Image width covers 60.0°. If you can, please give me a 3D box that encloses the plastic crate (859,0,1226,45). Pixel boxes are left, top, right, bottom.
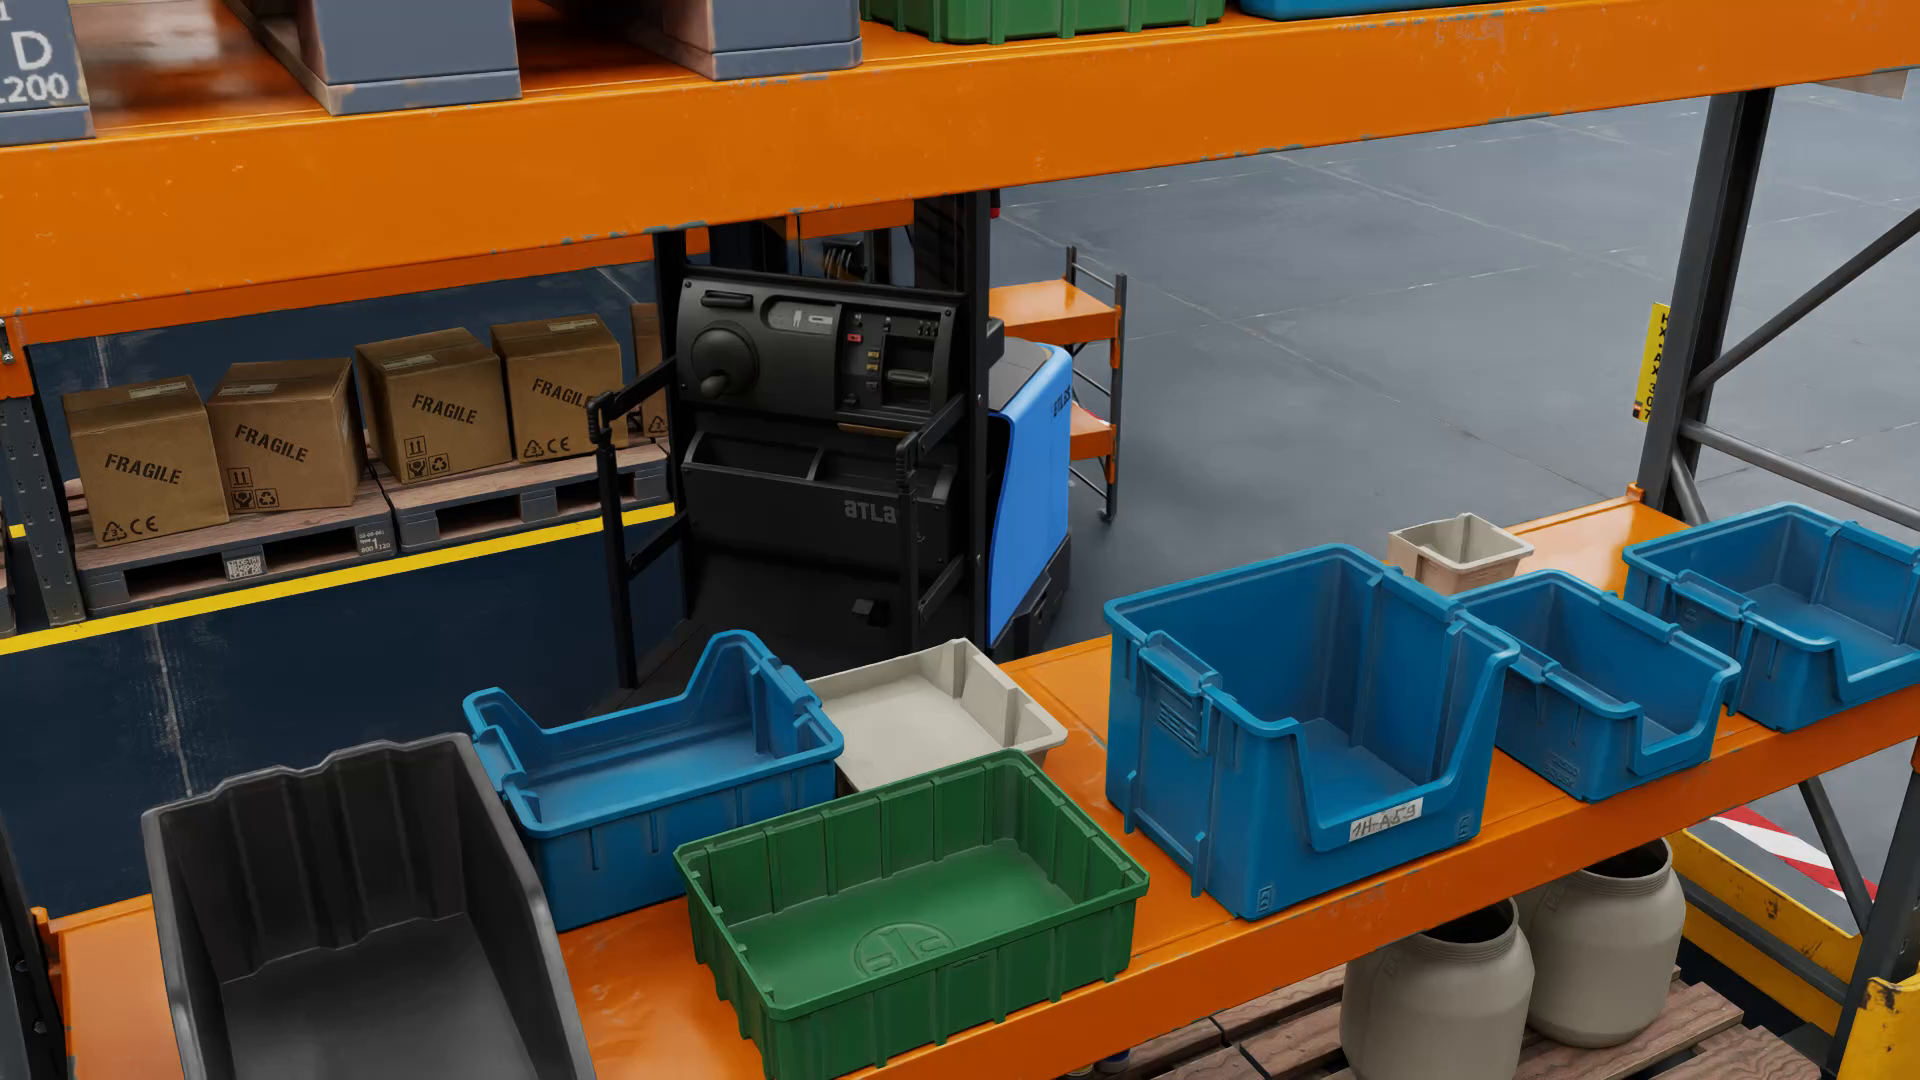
[{"bbox_3d":[0.107,-0.788,2.205,0.450,0.188,0.336,-13,29,-25],"label":"plastic crate"}]

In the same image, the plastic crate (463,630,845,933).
[{"bbox_3d":[-0.565,0.424,3.074,0.616,0.251,0.499,-13,29,-25],"label":"plastic crate"}]

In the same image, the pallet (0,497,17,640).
[{"bbox_3d":[-4.430,0.210,6.568,1.213,0.211,1.003,-13,29,-25],"label":"pallet"}]

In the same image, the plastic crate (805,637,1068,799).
[{"bbox_3d":[-0.100,0.377,3.303,0.437,0.136,0.530,-13,29,-25],"label":"plastic crate"}]

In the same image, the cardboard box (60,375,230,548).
[{"bbox_3d":[-3.372,-0.334,6.884,0.500,0.500,0.500,-14,29,-27],"label":"cardboard box"}]

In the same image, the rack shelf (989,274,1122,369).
[{"bbox_3d":[0.121,-0.875,7.097,1.000,0.278,0.538,-11,28,-21],"label":"rack shelf"}]

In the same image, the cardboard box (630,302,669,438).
[{"bbox_3d":[-1.285,-0.827,7.910,0.500,0.500,0.500,-6,26,-12],"label":"cardboard box"}]

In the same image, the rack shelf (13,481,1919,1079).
[{"bbox_3d":[0.351,0.603,3.360,4.000,0.370,1.077,-13,29,-25],"label":"rack shelf"}]

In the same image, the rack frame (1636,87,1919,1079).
[{"bbox_3d":[2.116,-0.129,4.053,0.127,3.000,1.000,-13,29,-25],"label":"rack frame"}]

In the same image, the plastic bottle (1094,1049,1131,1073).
[{"bbox_3d":[0.370,1.153,4.027,0.097,0.271,0.097,0,26,0],"label":"plastic bottle"}]

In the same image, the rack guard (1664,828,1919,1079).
[{"bbox_3d":[2.071,1.031,4.524,0.348,0.500,1.175,-13,29,-25],"label":"rack guard"}]

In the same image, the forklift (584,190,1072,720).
[{"bbox_3d":[-0.529,-0.561,5.031,1.130,2.935,3.031,9,27,17],"label":"forklift"}]

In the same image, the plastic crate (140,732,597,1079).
[{"bbox_3d":[-0.892,0.656,2.490,0.504,0.338,0.767,-13,29,-25],"label":"plastic crate"}]

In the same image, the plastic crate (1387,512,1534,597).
[{"bbox_3d":[1.175,0.049,3.986,0.250,0.136,0.298,-13,29,-25],"label":"plastic crate"}]

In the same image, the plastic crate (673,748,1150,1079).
[{"bbox_3d":[-0.083,0.613,2.753,0.662,0.188,0.450,-13,29,-25],"label":"plastic crate"}]

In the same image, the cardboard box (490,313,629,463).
[{"bbox_3d":[-1.846,-0.707,7.660,0.500,0.500,0.500,-10,27,-20],"label":"cardboard box"}]

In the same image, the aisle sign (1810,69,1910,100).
[{"bbox_3d":[2.042,-1.427,3.754,0.004,0.787,0.394,-13,29,-25],"label":"aisle sign"}]

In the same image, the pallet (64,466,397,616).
[{"bbox_3d":[-3.168,-0.099,7.212,1.213,0.211,1.003,-13,29,-25],"label":"pallet"}]

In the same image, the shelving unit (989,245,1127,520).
[{"bbox_3d":[0.121,-0.611,7.223,1.048,1.125,0.538,-11,28,-21],"label":"shelving unit"}]

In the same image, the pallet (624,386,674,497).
[{"bbox_3d":[-1.015,-0.596,8.247,1.213,0.211,1.003,-13,29,-25],"label":"pallet"}]

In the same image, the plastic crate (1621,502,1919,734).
[{"bbox_3d":[1.815,0.154,3.635,0.616,0.251,0.499,-13,29,-25],"label":"plastic crate"}]

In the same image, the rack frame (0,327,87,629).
[{"bbox_3d":[-3.744,-1.206,6.296,0.127,3.000,1.000,-13,29,-25],"label":"rack frame"}]

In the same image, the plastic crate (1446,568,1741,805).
[{"bbox_3d":[1.240,0.284,3.364,0.408,0.251,0.499,-13,29,-25],"label":"plastic crate"}]

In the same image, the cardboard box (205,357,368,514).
[{"bbox_3d":[-2.870,-0.454,7.133,0.500,0.500,0.500,-4,26,-9],"label":"cardboard box"}]

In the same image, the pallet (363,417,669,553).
[{"bbox_3d":[-2.090,-0.349,7.733,1.213,0.211,1.003,-13,29,-25],"label":"pallet"}]

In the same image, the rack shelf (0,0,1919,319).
[{"bbox_3d":[0.351,-0.749,2.711,4.000,0.370,1.077,-13,29,-25],"label":"rack shelf"}]

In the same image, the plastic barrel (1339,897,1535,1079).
[{"bbox_3d":[1.129,1.069,3.948,0.421,0.512,0.421,0,26,0],"label":"plastic barrel"}]

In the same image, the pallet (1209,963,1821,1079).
[{"bbox_3d":[1.352,1.325,4.246,1.213,0.211,1.003,-13,29,-25],"label":"pallet"}]

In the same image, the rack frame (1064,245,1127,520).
[{"bbox_3d":[0.586,-0.700,7.408,0.032,1.125,0.500,-11,28,-21],"label":"rack frame"}]

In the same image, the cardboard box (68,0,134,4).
[{"bbox_3d":[-3.227,-1.830,5.982,0.500,0.500,0.500,-13,29,-25],"label":"cardboard box"}]

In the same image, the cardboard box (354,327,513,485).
[{"bbox_3d":[-2.360,-0.610,7.459,0.500,0.500,0.500,-16,30,-30],"label":"cardboard box"}]

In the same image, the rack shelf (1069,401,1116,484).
[{"bbox_3d":[0.121,-0.391,7.329,1.000,0.278,0.538,-11,28,-21],"label":"rack shelf"}]

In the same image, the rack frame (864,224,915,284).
[{"bbox_3d":[-0.215,-2.020,7.993,0.127,3.000,1.000,-13,29,-25],"label":"rack frame"}]

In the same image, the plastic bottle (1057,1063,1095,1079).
[{"bbox_3d":[0.278,1.206,3.998,0.097,0.201,0.097,0,26,0],"label":"plastic bottle"}]

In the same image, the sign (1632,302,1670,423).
[{"bbox_3d":[1.861,-0.465,4.432,0.005,0.325,0.100,-13,29,-25],"label":"sign"}]

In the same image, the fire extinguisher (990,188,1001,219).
[{"bbox_3d":[0.103,-1.833,7.691,0.183,0.674,0.296,-13,29,-25],"label":"fire extinguisher"}]

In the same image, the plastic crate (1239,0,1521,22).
[{"bbox_3d":[0.575,-0.971,2.359,0.575,0.384,0.392,-13,29,-25],"label":"plastic crate"}]

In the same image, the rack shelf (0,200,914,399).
[{"bbox_3d":[-1.979,-1.289,7.300,4.000,0.370,1.077,-13,29,-25],"label":"rack shelf"}]

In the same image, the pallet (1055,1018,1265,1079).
[{"bbox_3d":[0.277,1.572,3.732,1.213,0.211,1.003,-13,29,-25],"label":"pallet"}]

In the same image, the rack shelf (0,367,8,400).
[{"bbox_3d":[-5.509,-0.474,5.603,4.000,0.370,1.077,-13,29,-25],"label":"rack shelf"}]

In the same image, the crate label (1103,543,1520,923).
[{"bbox_3d":[0.619,0.333,3.049,0.616,0.435,0.502,-13,29,-25],"label":"crate label"}]

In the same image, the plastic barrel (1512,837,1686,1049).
[{"bbox_3d":[1.571,0.967,4.160,0.421,0.512,0.421,0,26,0],"label":"plastic barrel"}]

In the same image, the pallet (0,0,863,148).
[{"bbox_3d":[-0.823,-0.766,2.131,1.003,0.211,1.213,-13,29,-25],"label":"pallet"}]
